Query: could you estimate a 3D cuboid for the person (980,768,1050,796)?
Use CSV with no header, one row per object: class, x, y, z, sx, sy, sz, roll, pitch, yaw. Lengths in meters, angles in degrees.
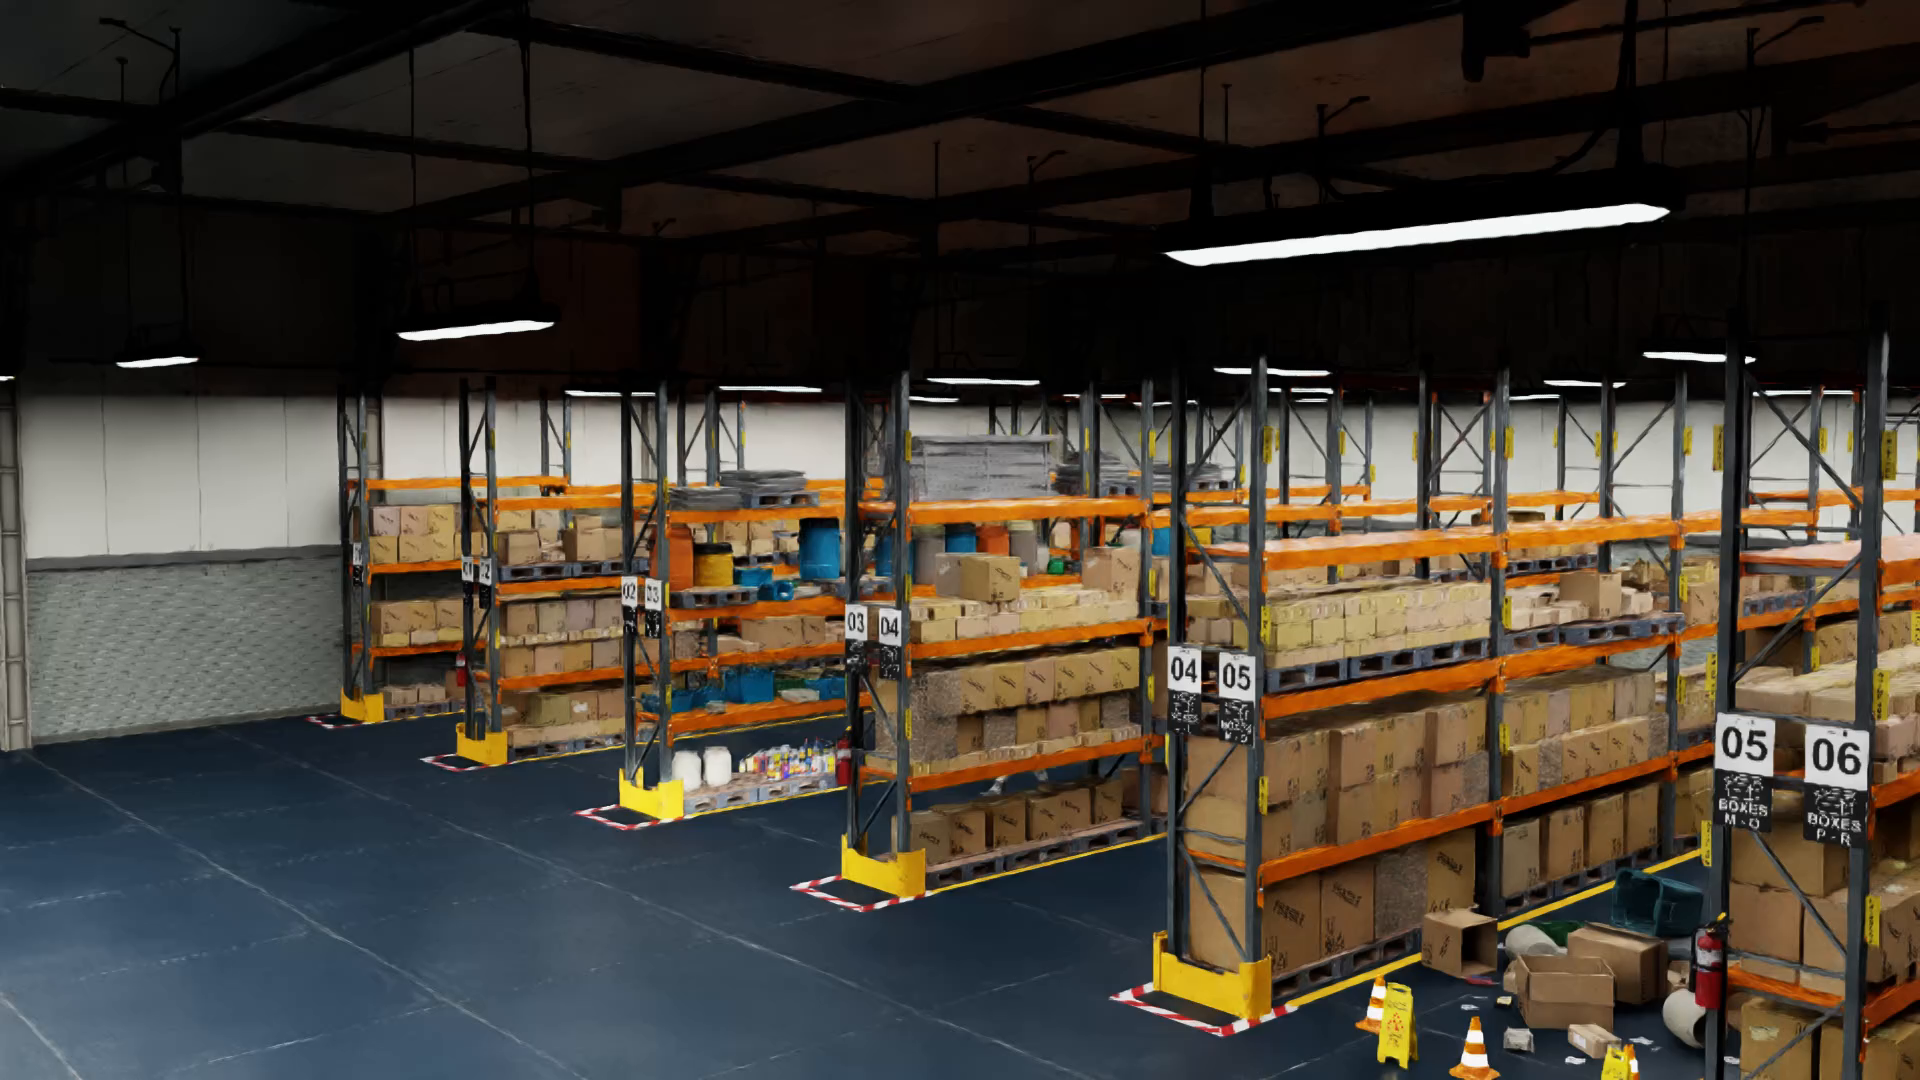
person,0.807,2.761,23.250,1.037,1.726,0.534,-2,4,-32
